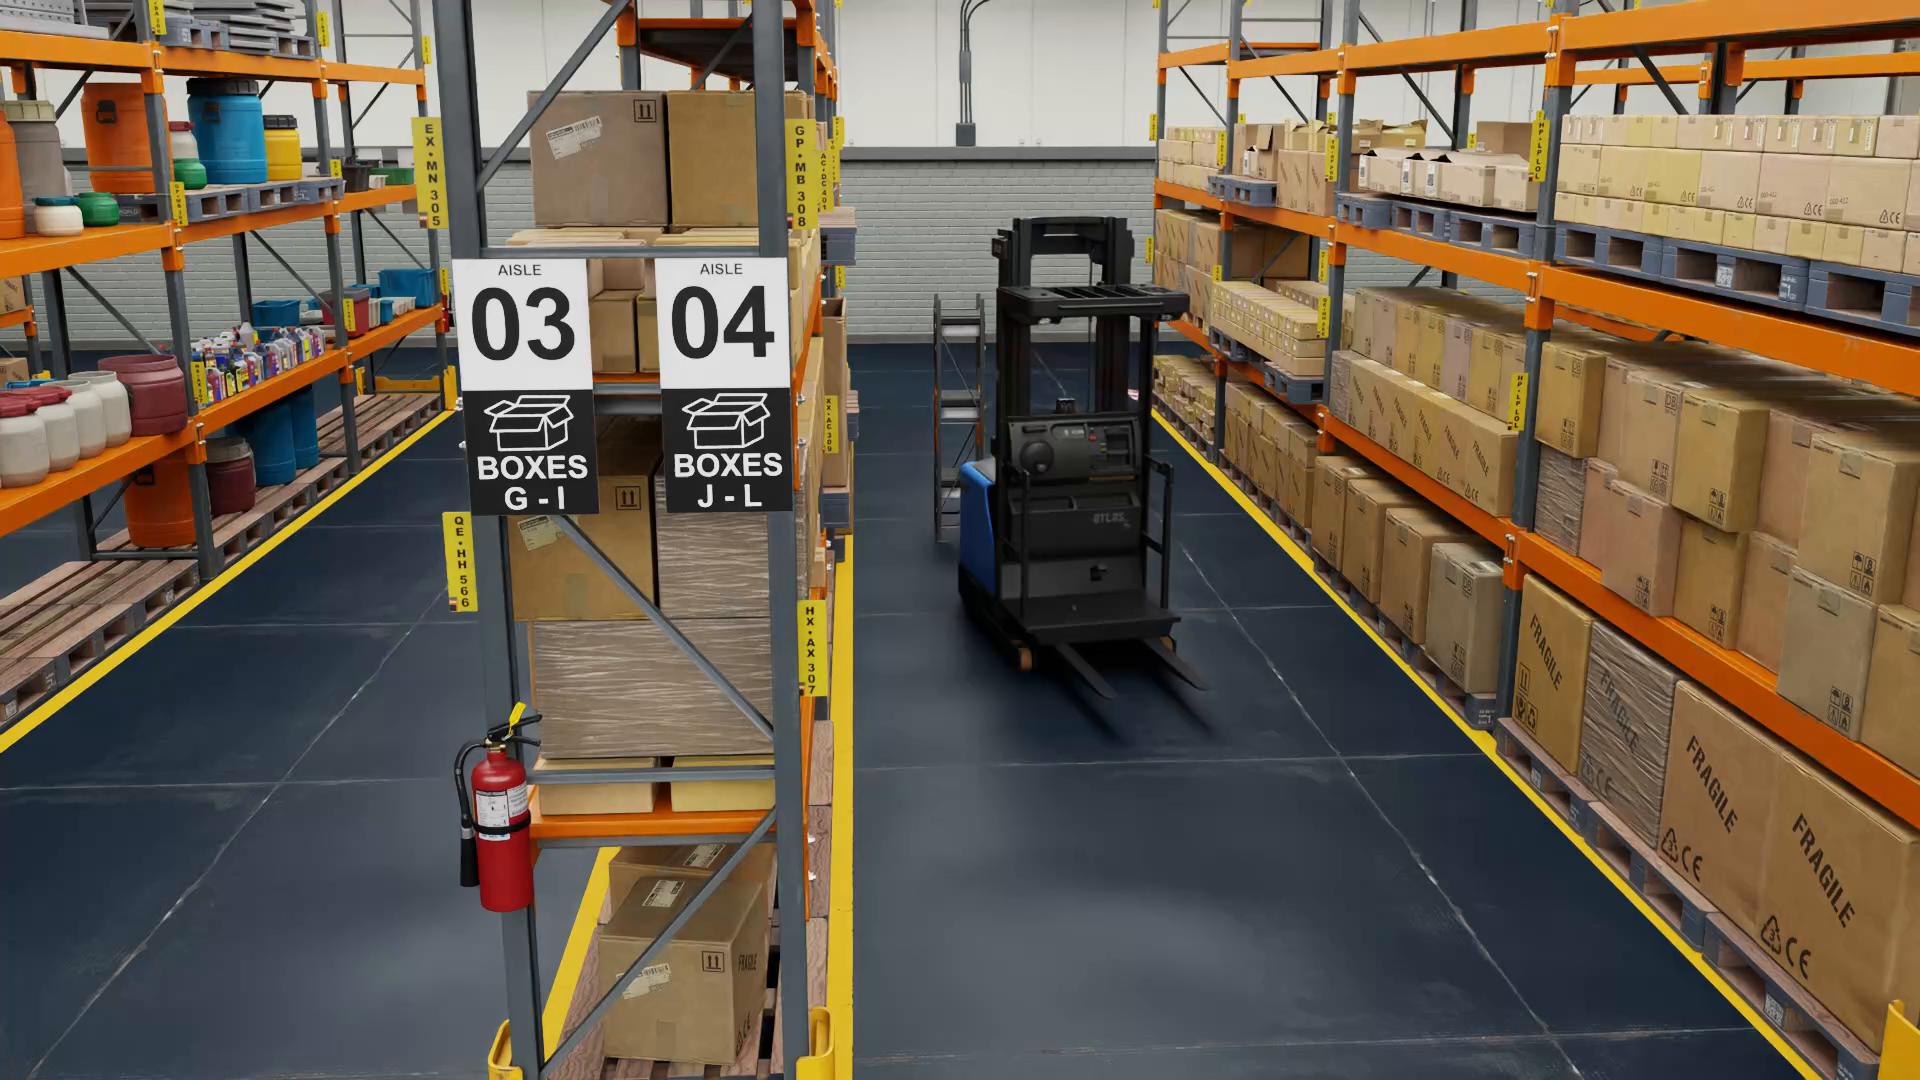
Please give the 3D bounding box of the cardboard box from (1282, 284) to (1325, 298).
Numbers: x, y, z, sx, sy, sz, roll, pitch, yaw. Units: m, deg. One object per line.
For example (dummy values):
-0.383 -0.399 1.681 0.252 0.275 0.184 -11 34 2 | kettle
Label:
3.427 -2.462 16.542 0.380 0.149 0.250 -1 14 -5 | cardboard box

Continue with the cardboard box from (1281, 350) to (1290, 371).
2.935 -1.520 14.075 0.380 0.149 0.250 -1 14 -4 | cardboard box

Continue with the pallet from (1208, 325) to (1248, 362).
3.092 -1.970 16.549 1.003 0.211 1.213 -1 14 -3 | pallet

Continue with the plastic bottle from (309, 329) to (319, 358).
-6.304 -1.921 16.208 0.061 0.283 0.133 -1 14 -3 | plastic bottle

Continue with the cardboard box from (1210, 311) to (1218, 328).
2.755 -2.232 16.844 0.380 0.149 0.250 -2 15 -6 | cardboard box

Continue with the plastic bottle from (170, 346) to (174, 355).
-6.972 -1.607 14.850 0.144 0.351 0.185 -1 14 -3 | plastic bottle

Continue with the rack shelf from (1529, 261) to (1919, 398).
3.809 -0.873 7.323 1.077 0.370 4.000 -1 14 -3 | rack shelf

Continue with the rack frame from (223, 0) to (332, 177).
-6.710 -5.033 16.028 1.000 3.000 0.127 -1 14 -3 | rack frame

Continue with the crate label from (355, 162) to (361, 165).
-7.224 -4.269 19.376 0.408 0.251 0.502 -1 14 -3 | crate label

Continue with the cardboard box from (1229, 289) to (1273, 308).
2.805 -2.325 16.011 0.380 0.149 0.250 -1 14 -4 | cardboard box

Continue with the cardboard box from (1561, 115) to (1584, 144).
3.369 -2.139 8.661 0.380 0.149 0.250 -1 14 -3 | cardboard box

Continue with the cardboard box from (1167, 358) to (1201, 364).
2.772 -2.159 20.582 0.380 0.149 0.250 -1 14 -2 | cardboard box

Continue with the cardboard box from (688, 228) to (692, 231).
-0.918 -1.250 6.847 0.380 0.149 0.250 -1 14 -4 | cardboard box

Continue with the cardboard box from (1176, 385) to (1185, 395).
2.801 -1.824 19.879 0.380 0.149 0.250 -2 15 -6 | cardboard box

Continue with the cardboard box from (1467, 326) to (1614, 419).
3.615 -1.050 10.380 0.700 0.500 0.500 -1 14 -4 | cardboard box

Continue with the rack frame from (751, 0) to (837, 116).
-2.015 -6.104 20.192 1.000 3.000 0.127 -1 14 -3 | rack frame

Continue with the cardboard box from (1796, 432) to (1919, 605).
3.823 -0.095 6.408 0.875 0.550 0.550 -1 14 -3 | cardboard box

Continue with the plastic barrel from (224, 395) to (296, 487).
-6.650 -1.003 15.774 0.600 0.901 0.708 -1 14 -3 | plastic barrel

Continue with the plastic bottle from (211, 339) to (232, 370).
-6.853 -1.719 15.435 0.152 0.276 0.135 -1 14 -3 | plastic bottle

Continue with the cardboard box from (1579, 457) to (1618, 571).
3.777 -0.111 8.635 0.875 0.550 0.550 -1 14 -3 | cardboard box

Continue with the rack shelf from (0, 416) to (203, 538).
-6.339 -0.287 11.066 1.077 0.370 4.000 -1 14 -3 | rack shelf

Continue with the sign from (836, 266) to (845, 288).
-1.226 -2.737 16.981 0.100 0.325 0.005 -1 14 -3 | sign

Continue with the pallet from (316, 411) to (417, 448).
-6.873 -1.264 19.014 1.003 0.211 1.213 -1 14 -3 | pallet

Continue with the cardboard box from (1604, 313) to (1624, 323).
7.757 -2.770 19.070 0.500 0.500 0.500 -1 14 -4 | cardboard box

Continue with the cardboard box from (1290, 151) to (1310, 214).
3.105 -3.024 14.040 0.500 0.500 0.500 -1 14 -3 | cardboard box

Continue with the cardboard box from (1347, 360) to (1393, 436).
3.230 -1.067 12.453 0.500 0.500 0.500 -1 14 -4 | cardboard box

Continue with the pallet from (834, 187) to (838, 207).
-1.612 -2.730 13.476 1.213 0.211 1.003 0 14 -1 | pallet

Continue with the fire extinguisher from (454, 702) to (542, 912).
-1.476 0.853 5.345 0.296 0.674 0.183 -1 14 -3 | fire extinguisher

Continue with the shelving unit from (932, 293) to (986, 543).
-0.010 -1.058 14.425 0.431 2.100 0.503 -1 14 -3 | shelving unit

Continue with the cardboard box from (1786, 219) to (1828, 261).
3.511 -1.185 6.552 0.380 0.149 0.250 -1 14 -4 | cardboard box

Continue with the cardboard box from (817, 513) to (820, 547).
-0.965 -0.044 9.181 0.380 0.149 0.250 -1 14 -3 | cardboard box

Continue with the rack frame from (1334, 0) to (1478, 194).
3.437 -4.166 12.659 1.000 3.000 0.127 -1 14 -3 | rack frame

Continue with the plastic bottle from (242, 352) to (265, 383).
-6.253 -1.530 14.703 0.152 0.276 0.135 -1 14 -3 | plastic bottle

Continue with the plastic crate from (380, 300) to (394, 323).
-6.575 -2.564 18.686 0.416 0.233 0.300 -1 14 -3 | plastic crate

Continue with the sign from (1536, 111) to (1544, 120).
7.322 -5.259 21.014 0.100 0.325 0.005 -1 14 -3 | sign

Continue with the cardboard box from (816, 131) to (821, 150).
-1.261 -2.273 10.272 0.797 0.503 0.637 0 14 -1 | cardboard box

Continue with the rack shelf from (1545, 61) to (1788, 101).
8.000 -5.218 18.993 1.077 0.370 4.000 -1 14 -3 | rack shelf

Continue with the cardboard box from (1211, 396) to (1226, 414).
2.908 -1.451 17.830 0.380 0.149 0.250 0 14 -2 | cardboard box

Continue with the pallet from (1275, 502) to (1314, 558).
3.391 -0.105 14.510 1.003 0.211 1.213 -1 14 -3 | pallet

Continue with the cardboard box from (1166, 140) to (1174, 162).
2.743 -4.630 19.778 0.500 0.250 0.500 -1 14 -4 | cardboard box

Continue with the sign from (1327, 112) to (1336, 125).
3.743 -4.159 16.823 0.100 0.325 0.005 -1 14 -3 | sign

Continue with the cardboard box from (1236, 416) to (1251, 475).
3.005 -0.929 16.291 0.500 0.500 0.500 0 14 -1 | cardboard box

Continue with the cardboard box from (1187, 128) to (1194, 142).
2.755 -4.528 18.584 0.380 0.149 0.250 -1 14 -4 | cardboard box

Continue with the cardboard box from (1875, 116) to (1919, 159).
3.544 -1.445 5.962 0.380 0.149 0.250 -1 14 -3 | cardboard box

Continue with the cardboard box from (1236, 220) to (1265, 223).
3.357 -3.303 18.539 0.500 0.500 0.500 -1 14 -3 | cardboard box

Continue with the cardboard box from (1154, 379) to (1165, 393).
2.655 -1.938 20.917 0.380 0.149 0.250 -1 14 -2 | cardboard box

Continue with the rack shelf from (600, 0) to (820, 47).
-1.147 -2.273 6.750 1.077 0.370 4.000 -1 14 -3 | rack shelf

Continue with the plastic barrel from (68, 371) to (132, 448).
-6.186 -0.934 11.914 0.421 0.512 0.421 0 14 0 | plastic barrel

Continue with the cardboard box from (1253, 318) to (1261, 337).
2.870 -1.923 15.045 0.380 0.149 0.250 -1 14 -2 | cardboard box

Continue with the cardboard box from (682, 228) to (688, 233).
-1.420 -1.509 7.851 0.380 0.149 0.250 0 14 -2 | cardboard box

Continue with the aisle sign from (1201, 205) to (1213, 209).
3.237 -4.532 20.904 0.394 0.787 0.004 -1 14 -3 | aisle sign

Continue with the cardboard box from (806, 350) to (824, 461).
-0.937 -0.659 8.265 0.500 0.500 0.500 -1 14 -3 | cardboard box

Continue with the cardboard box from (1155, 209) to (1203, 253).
2.705 -3.811 20.515 0.500 0.500 0.500 -1 14 -4 | cardboard box

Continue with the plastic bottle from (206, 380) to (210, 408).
-6.147 -1.212 13.477 0.097 0.271 0.097 0 14 0 | plastic bottle

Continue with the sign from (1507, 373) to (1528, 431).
3.144 -0.778 9.364 0.100 0.325 0.005 -1 14 -3 | sign

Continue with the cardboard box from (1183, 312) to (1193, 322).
2.770 -2.589 19.073 0.380 0.149 0.250 -1 14 -2 | cardboard box

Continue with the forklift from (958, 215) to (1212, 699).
0.841 -0.643 11.142 1.130 2.935 3.031 -4 15 -14 | forklift
